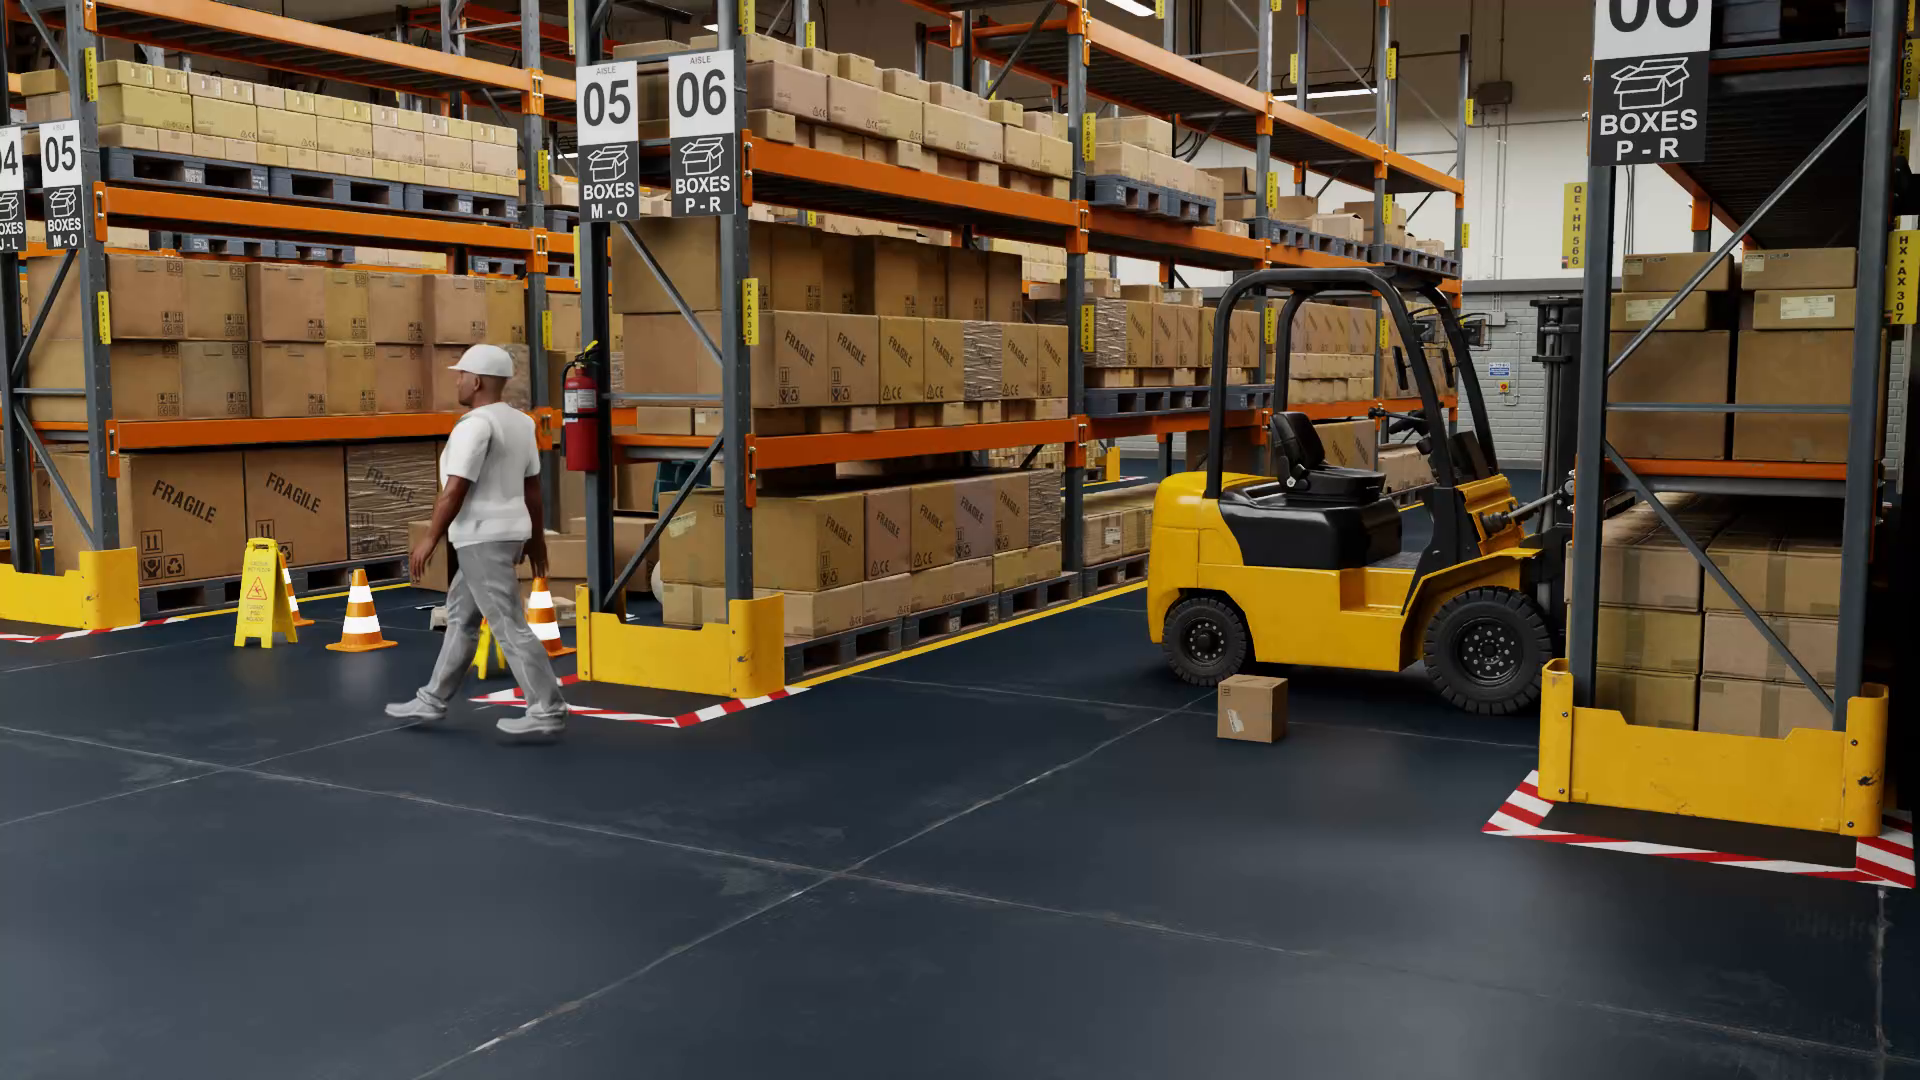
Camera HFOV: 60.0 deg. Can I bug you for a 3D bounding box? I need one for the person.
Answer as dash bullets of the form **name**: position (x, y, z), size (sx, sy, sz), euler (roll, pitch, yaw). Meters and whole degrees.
- **person**: position (-2.207, -0.009, 7.437), size (0.953, 1.719, 0.595), euler (1, 6, 7)
